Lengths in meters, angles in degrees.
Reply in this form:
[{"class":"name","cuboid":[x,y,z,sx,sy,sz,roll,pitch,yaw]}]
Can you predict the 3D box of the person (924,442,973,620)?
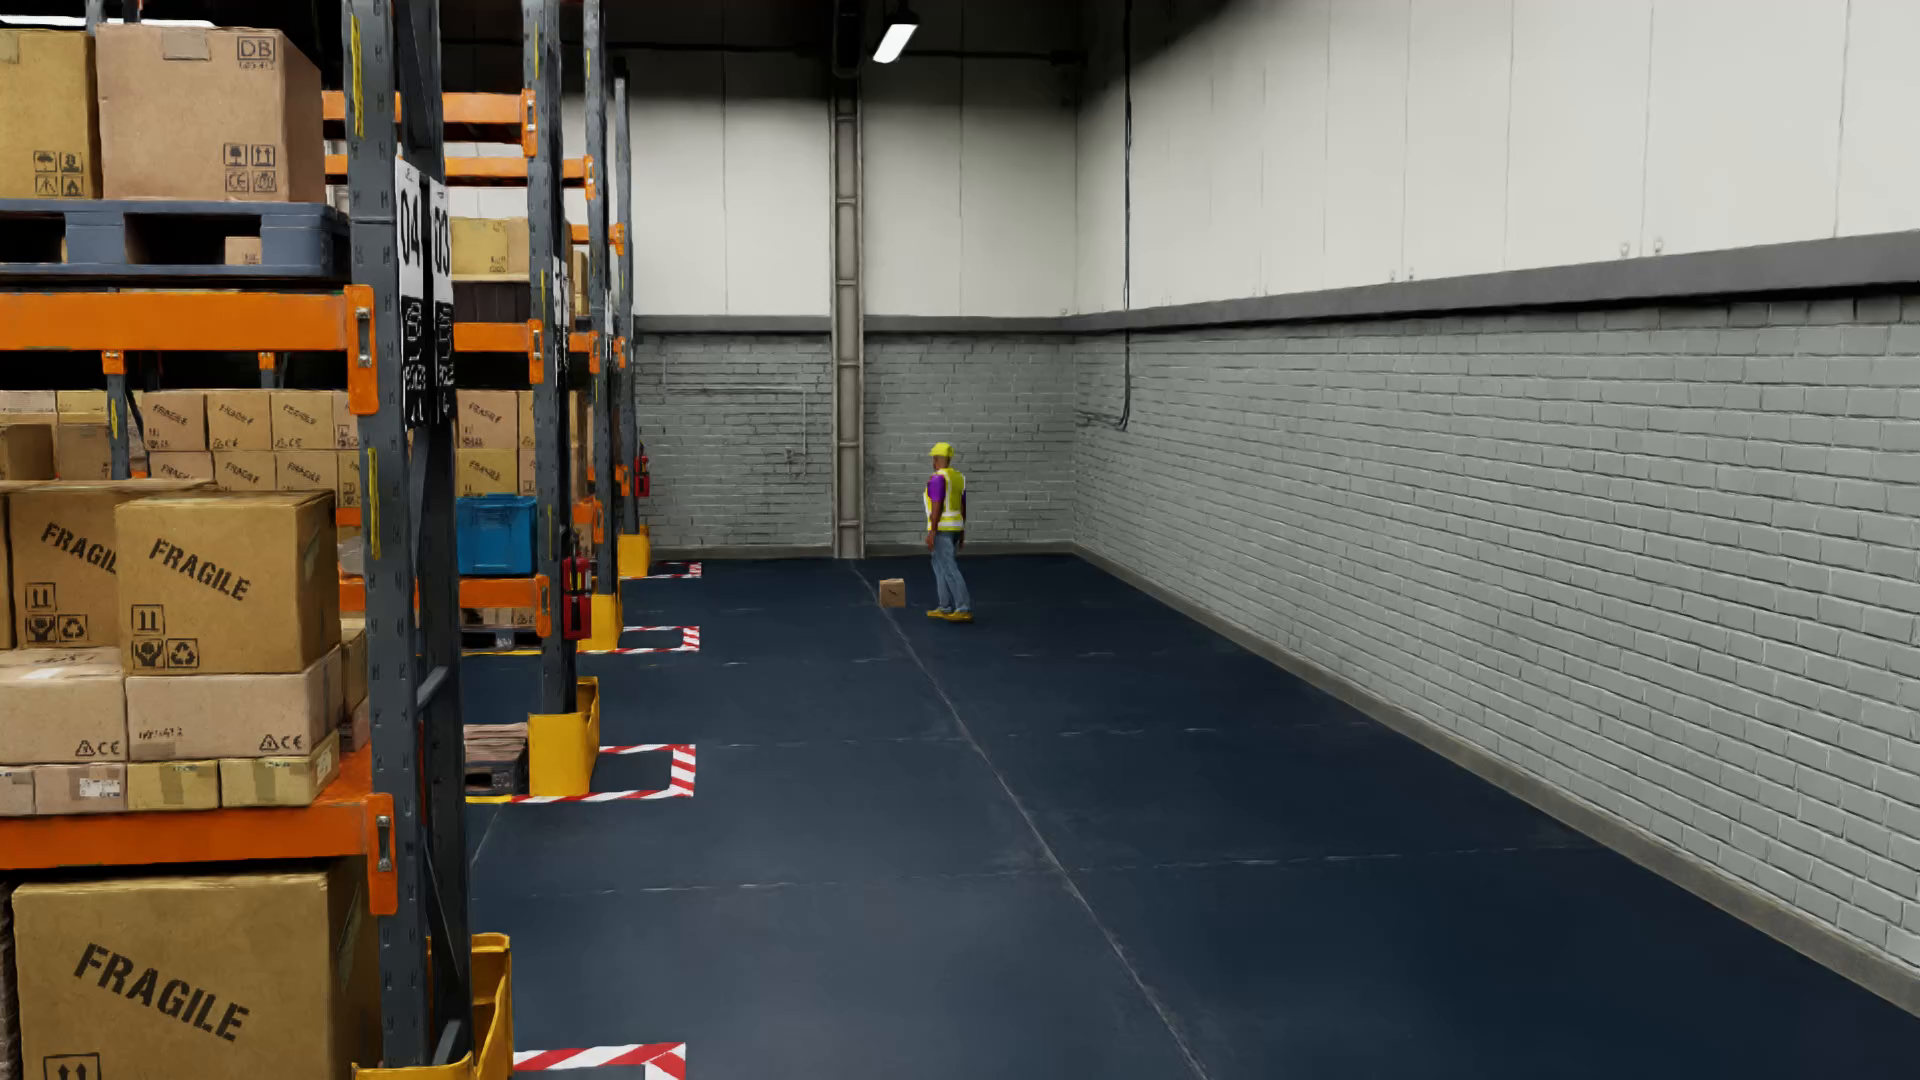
[{"class":"person","cuboid":[-0.116,-0.087,16.408,0.580,1.755,0.600,3,7,24]}]
